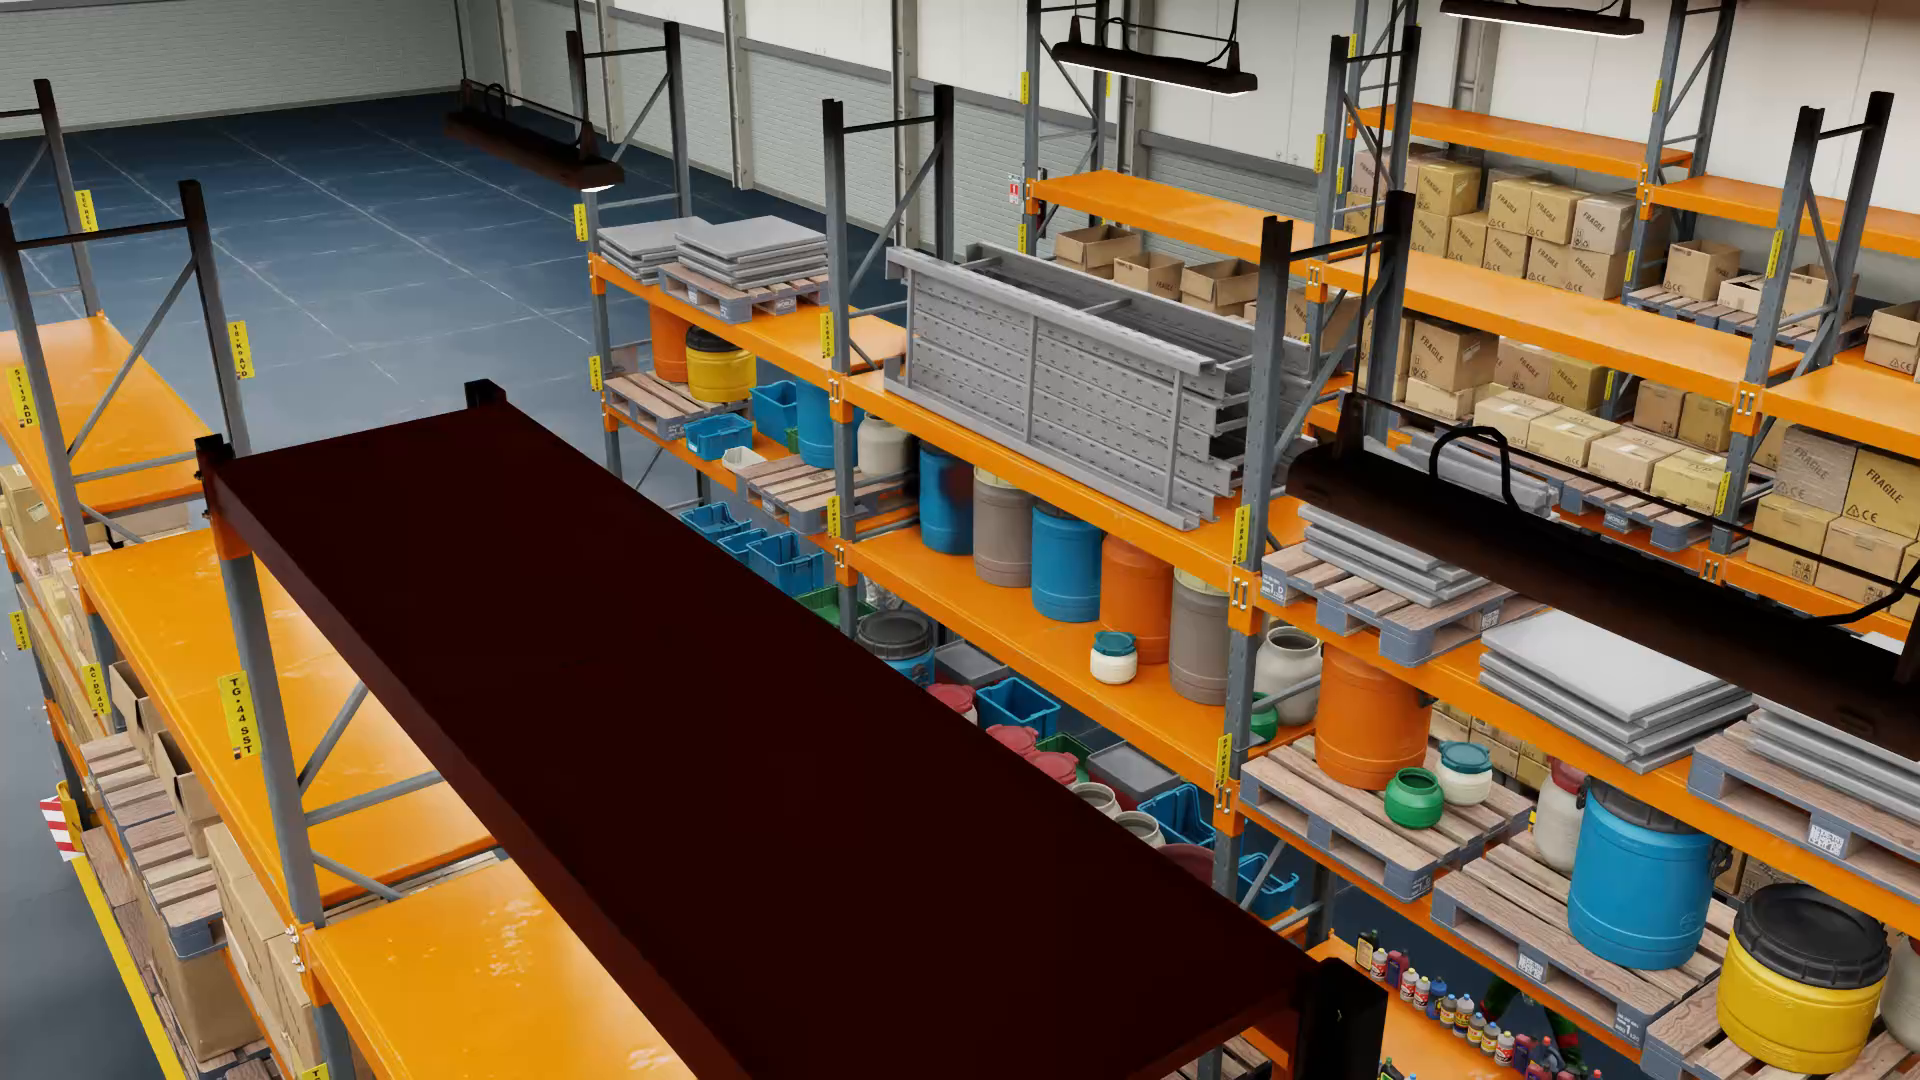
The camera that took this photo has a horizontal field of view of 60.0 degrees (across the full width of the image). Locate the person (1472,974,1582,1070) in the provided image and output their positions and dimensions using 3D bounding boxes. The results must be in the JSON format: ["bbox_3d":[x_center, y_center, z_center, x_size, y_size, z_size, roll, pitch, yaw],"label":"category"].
[{"bbox_3d":[3.780,2.697,11.015,0.585,1.726,0.996,-14,28,-28],"label":"person"}]

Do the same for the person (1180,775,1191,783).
[{"bbox_3d":[1.954,1.295,14.164,0.700,1.704,0.521,17,30,33],"label":"person"}]

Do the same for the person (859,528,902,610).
[{"bbox_3d":[-0.855,0.078,16.774,0.409,1.856,0.660,-20,32,-37],"label":"person"}]
